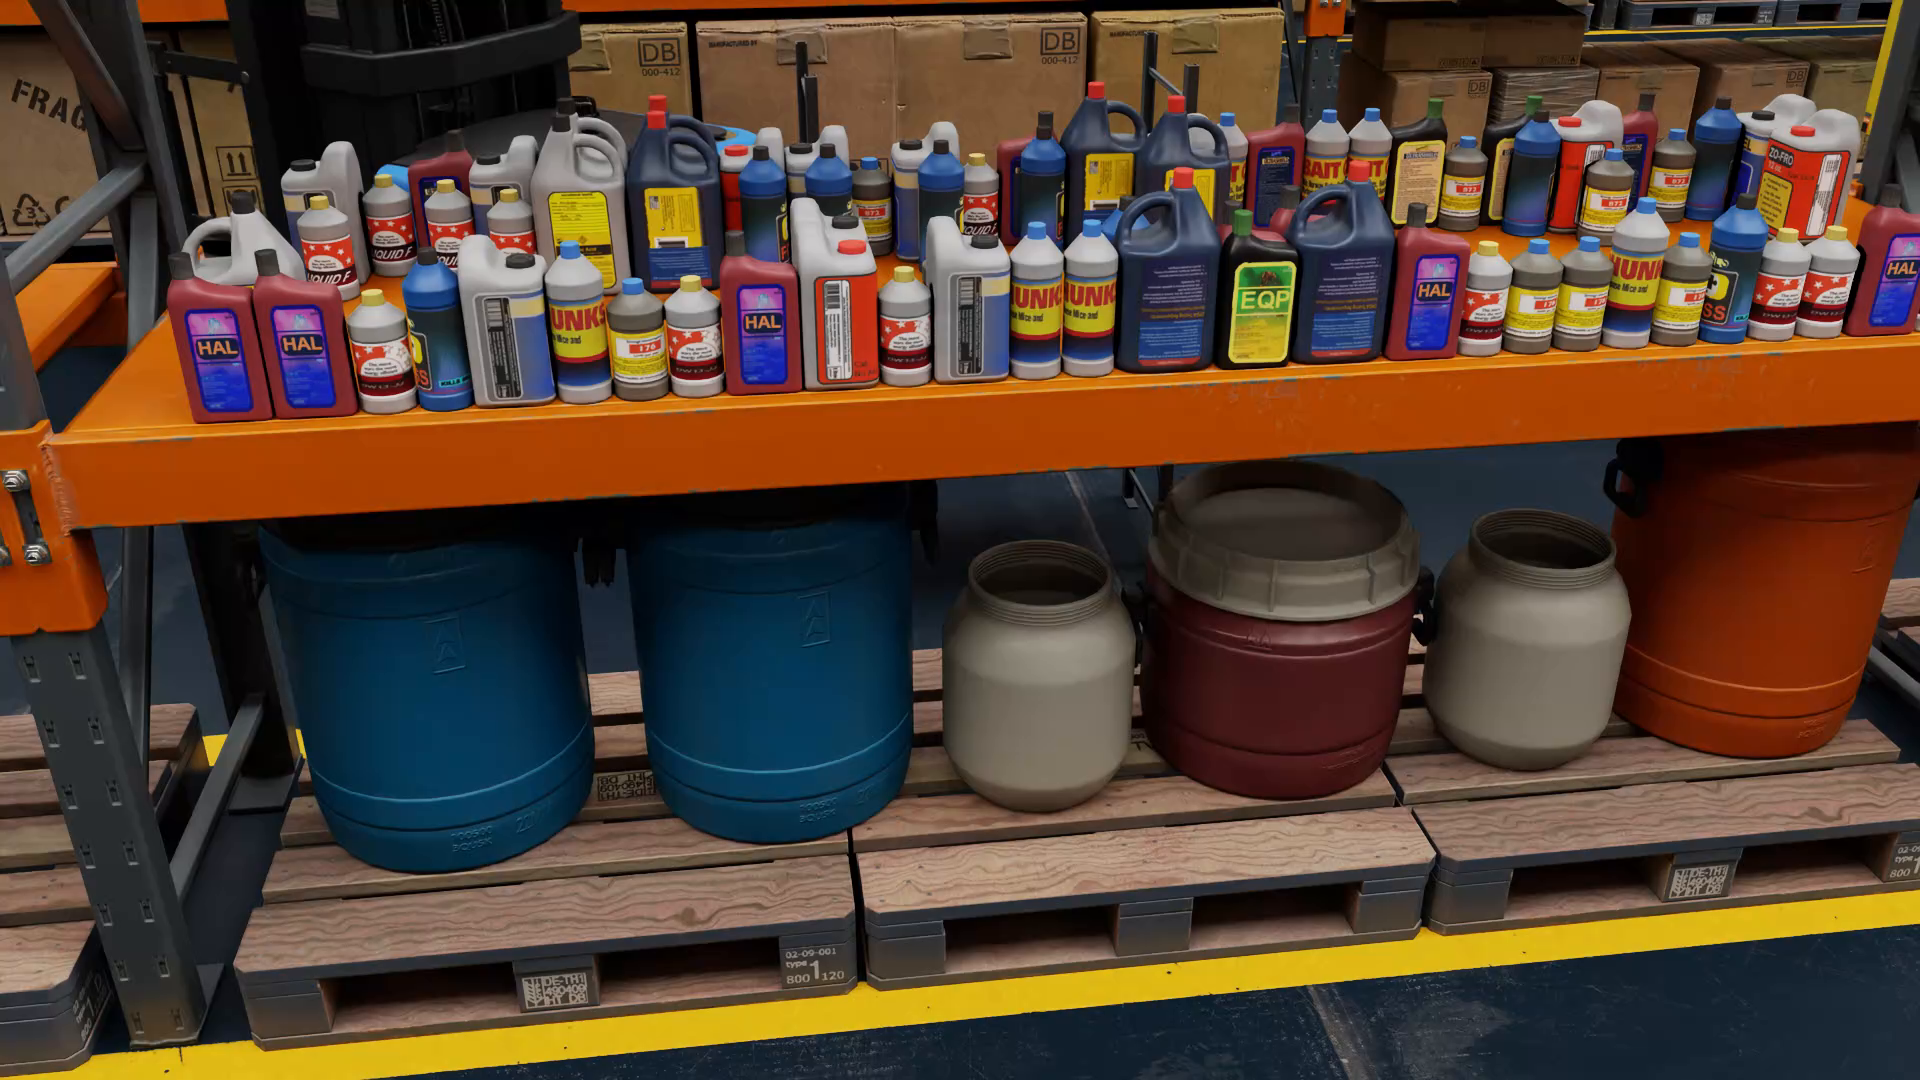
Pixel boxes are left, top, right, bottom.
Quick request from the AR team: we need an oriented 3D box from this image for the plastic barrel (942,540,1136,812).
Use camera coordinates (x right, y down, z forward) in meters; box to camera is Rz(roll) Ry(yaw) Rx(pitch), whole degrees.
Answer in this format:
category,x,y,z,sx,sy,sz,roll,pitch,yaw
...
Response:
category,x,y,z,sx,sy,sz,roll,pitch,yaw
plastic barrel,0.170,0.297,3.651,0.421,0.512,0.421,0,27,0

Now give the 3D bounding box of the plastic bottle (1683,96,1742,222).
category,x,y,z,sx,sy,sz,roll,pitch,yaw
plastic bottle,1.725,-0.877,3.814,0.097,0.271,0.097,0,27,0

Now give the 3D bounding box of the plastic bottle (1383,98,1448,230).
category,x,y,z,sx,sy,sz,roll,pitch,yaw
plastic bottle,1.018,-0.845,3.739,0.133,0.283,0.061,-4,27,-7

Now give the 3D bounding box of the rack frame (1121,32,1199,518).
category,x,y,z,sx,sy,sz,roll,pitch,yaw
rack frame,0.588,-0.705,4.981,0.032,1.500,0.500,-4,27,-7

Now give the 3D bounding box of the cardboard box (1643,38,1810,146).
category,x,y,z,sx,sy,sz,roll,pitch,yaw
cardboard box,3.948,-2.301,8.704,0.500,0.500,0.700,-6,28,-12

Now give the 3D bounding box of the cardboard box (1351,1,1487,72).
category,x,y,z,sx,sy,sz,roll,pitch,yaw
cardboard box,2.286,-2.523,8.316,0.500,0.250,0.500,-3,27,-5

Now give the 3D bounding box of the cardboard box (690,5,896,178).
category,x,y,z,sx,sy,sz,roll,pitch,yaw
cardboard box,-0.818,-2.144,8.009,0.875,0.875,1.225,-5,28,-9

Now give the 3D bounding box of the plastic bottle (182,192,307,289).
category,x,y,z,sx,sy,sz,roll,pitch,yaw
plastic bottle,-1.210,-0.413,2.822,0.185,0.351,0.144,-4,27,-7

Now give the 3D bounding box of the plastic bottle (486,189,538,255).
category,x,y,z,sx,sy,sz,roll,pitch,yaw
plastic bottle,-0.901,-0.607,3.365,0.097,0.201,0.097,0,27,0

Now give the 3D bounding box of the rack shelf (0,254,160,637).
category,x,y,z,sx,sy,sz,roll,pitch,yaw
rack shelf,-3.624,-0.109,2.964,4.000,0.370,1.077,-4,27,-7

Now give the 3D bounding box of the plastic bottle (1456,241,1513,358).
category,x,y,z,sx,sy,sz,roll,pitch,yaw
plastic bottle,0.956,-0.446,3.052,0.097,0.201,0.097,0,27,0

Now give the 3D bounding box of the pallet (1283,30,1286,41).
category,x,y,z,sx,sy,sz,roll,pitch,yaw
pallet,1.827,-4.074,12.958,1.213,0.211,1.003,-4,27,-7

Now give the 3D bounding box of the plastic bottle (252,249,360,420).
category,x,y,z,sx,sy,sz,roll,pitch,yaw
plastic bottle,-1.089,-0.343,2.761,0.133,0.283,0.061,-4,27,-7

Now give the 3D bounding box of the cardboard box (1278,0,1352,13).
category,x,y,z,sx,sy,sz,roll,pitch,yaw
cardboard box,2.517,-4.539,12.815,0.750,0.750,1.050,-3,27,-6

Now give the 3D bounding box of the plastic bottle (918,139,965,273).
category,x,y,z,sx,sy,sz,roll,pitch,yaw
plastic bottle,-0.039,-0.693,3.457,0.097,0.271,0.097,0,27,0

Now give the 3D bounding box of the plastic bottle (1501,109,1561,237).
category,x,y,z,sx,sy,sz,roll,pitch,yaw
plastic bottle,1.275,-0.820,3.703,0.097,0.271,0.097,0,27,0

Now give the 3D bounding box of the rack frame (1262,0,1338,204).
category,x,y,z,sx,sy,sz,roll,pitch,yaw
rack frame,1.627,-3.049,7.907,0.127,3.000,1.000,-4,27,-7

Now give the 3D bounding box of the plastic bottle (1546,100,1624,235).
category,x,y,z,sx,sy,sz,roll,pitch,yaw
plastic bottle,1.386,-0.844,3.746,0.135,0.276,0.152,-4,27,-7

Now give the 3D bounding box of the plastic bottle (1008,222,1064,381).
category,x,y,z,sx,sy,sz,roll,pitch,yaw
plastic bottle,0.133,-0.425,2.933,0.097,0.271,0.097,0,27,0

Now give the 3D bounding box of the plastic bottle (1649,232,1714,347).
category,x,y,z,sx,sy,sz,roll,pitch,yaw
plastic bottle,1.342,-0.471,3.100,0.097,0.201,0.097,0,27,0

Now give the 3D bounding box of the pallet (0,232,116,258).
category,x,y,z,sx,sy,sz,roll,pitch,yaw
pallet,-4.308,-1.462,7.869,1.213,0.211,1.003,-4,27,-7

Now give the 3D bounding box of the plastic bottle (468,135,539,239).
category,x,y,z,sx,sy,sz,roll,pitch,yaw
plastic bottle,-0.937,-0.695,3.455,0.135,0.276,0.152,-4,27,-7

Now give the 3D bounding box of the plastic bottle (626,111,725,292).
category,x,y,z,sx,sy,sz,roll,pitch,yaw
plastic bottle,-0.576,-0.687,3.357,0.185,0.351,0.144,-4,27,-7

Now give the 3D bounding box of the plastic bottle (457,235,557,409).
category,x,y,z,sx,sy,sz,roll,pitch,yaw
plastic bottle,-0.770,-0.381,2.843,0.135,0.276,0.152,-4,27,-7

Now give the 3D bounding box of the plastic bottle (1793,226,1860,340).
category,x,y,z,sx,sy,sz,roll,pitch,yaw
plastic bottle,1.631,-0.490,3.136,0.097,0.201,0.097,0,27,0

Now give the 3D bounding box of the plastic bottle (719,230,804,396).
category,x,y,z,sx,sy,sz,roll,pitch,yaw
plastic bottle,-0.342,-0.391,2.854,0.133,0.283,0.061,-4,27,-7

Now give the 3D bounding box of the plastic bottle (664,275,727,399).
category,x,y,z,sx,sy,sz,roll,pitch,yaw
plastic bottle,-0.459,-0.356,2.875,0.097,0.201,0.097,0,27,0

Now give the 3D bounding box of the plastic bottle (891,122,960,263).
category,x,y,z,sx,sy,sz,roll,pitch,yaw
plastic bottle,-0.074,-0.751,3.563,0.135,0.276,0.152,-4,27,-7

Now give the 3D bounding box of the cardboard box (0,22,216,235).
category,x,y,z,sx,sy,sz,roll,pitch,yaw
cardboard box,-3.890,-1.974,7.678,0.875,0.875,0.875,-4,27,-7

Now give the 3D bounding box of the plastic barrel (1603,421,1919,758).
category,x,y,z,sx,sy,sz,roll,pitch,yaw
plastic barrel,1.835,0.007,3.868,0.708,0.830,0.600,-4,27,-7

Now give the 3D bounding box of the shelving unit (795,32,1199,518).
category,x,y,z,sx,sy,sz,roll,pitch,yaw
shelving unit,0.084,-0.673,4.918,1.048,1.500,0.538,-4,27,-7

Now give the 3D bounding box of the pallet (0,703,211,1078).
category,x,y,z,sx,sy,sz,roll,pitch,yaw
pallet,-2.367,0.749,3.559,1.213,0.211,1.003,-4,27,-7

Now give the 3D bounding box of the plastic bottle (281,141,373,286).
category,x,y,z,sx,sy,sz,roll,pitch,yaw
plastic bottle,-1.299,-0.672,3.410,0.135,0.276,0.152,-4,27,-7

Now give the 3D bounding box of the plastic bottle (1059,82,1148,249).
category,x,y,z,sx,sy,sz,roll,pitch,yaw
plastic bottle,0.312,-0.811,3.598,0.185,0.351,0.144,-4,27,-7

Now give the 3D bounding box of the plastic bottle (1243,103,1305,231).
category,x,y,z,sx,sy,sz,roll,pitch,yaw
plastic bottle,0.693,-0.824,3.698,0.133,0.283,0.061,-4,27,-7

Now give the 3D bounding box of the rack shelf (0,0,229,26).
category,x,y,z,sx,sy,sz,roll,pitch,yaw
rack shelf,-4.314,-2.348,7.328,4.000,0.370,1.077,-4,27,-7

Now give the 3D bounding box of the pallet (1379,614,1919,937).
category,x,y,z,sx,sy,sz,roll,pitch,yaw
pallet,1.542,0.499,4.046,1.213,0.211,1.003,-4,27,-7

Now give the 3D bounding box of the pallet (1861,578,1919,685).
category,x,y,z,sx,sy,sz,roll,pitch,yaw
pallet,3.090,0.398,4.242,1.213,0.211,1.003,-4,27,-7

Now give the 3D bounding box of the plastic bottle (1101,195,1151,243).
category,x,y,z,sx,sy,sz,roll,pitch,yaw
plastic bottle,0.306,-0.502,3.084,0.097,0.271,0.097,0,27,0

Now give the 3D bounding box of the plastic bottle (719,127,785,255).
category,x,y,z,sx,sy,sz,roll,pitch,yaw
plastic bottle,-0.437,-0.727,3.518,0.135,0.276,0.152,-4,27,-7

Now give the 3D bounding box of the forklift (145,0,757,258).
category,x,y,z,sx,sy,sz,roll,pitch,yaw
forklift,-2.177,-1.865,5.675,3.031,2.935,1.130,15,31,26

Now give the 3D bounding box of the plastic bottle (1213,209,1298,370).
category,x,y,z,sx,sy,sz,roll,pitch,yaw
plastic bottle,0.529,-0.447,2.963,0.133,0.283,0.061,-4,27,-7

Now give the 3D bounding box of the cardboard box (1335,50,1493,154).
category,x,y,z,sx,sy,sz,roll,pitch,yaw
cardboard box,2.288,-2.185,8.478,0.500,0.500,0.700,-5,28,-10
